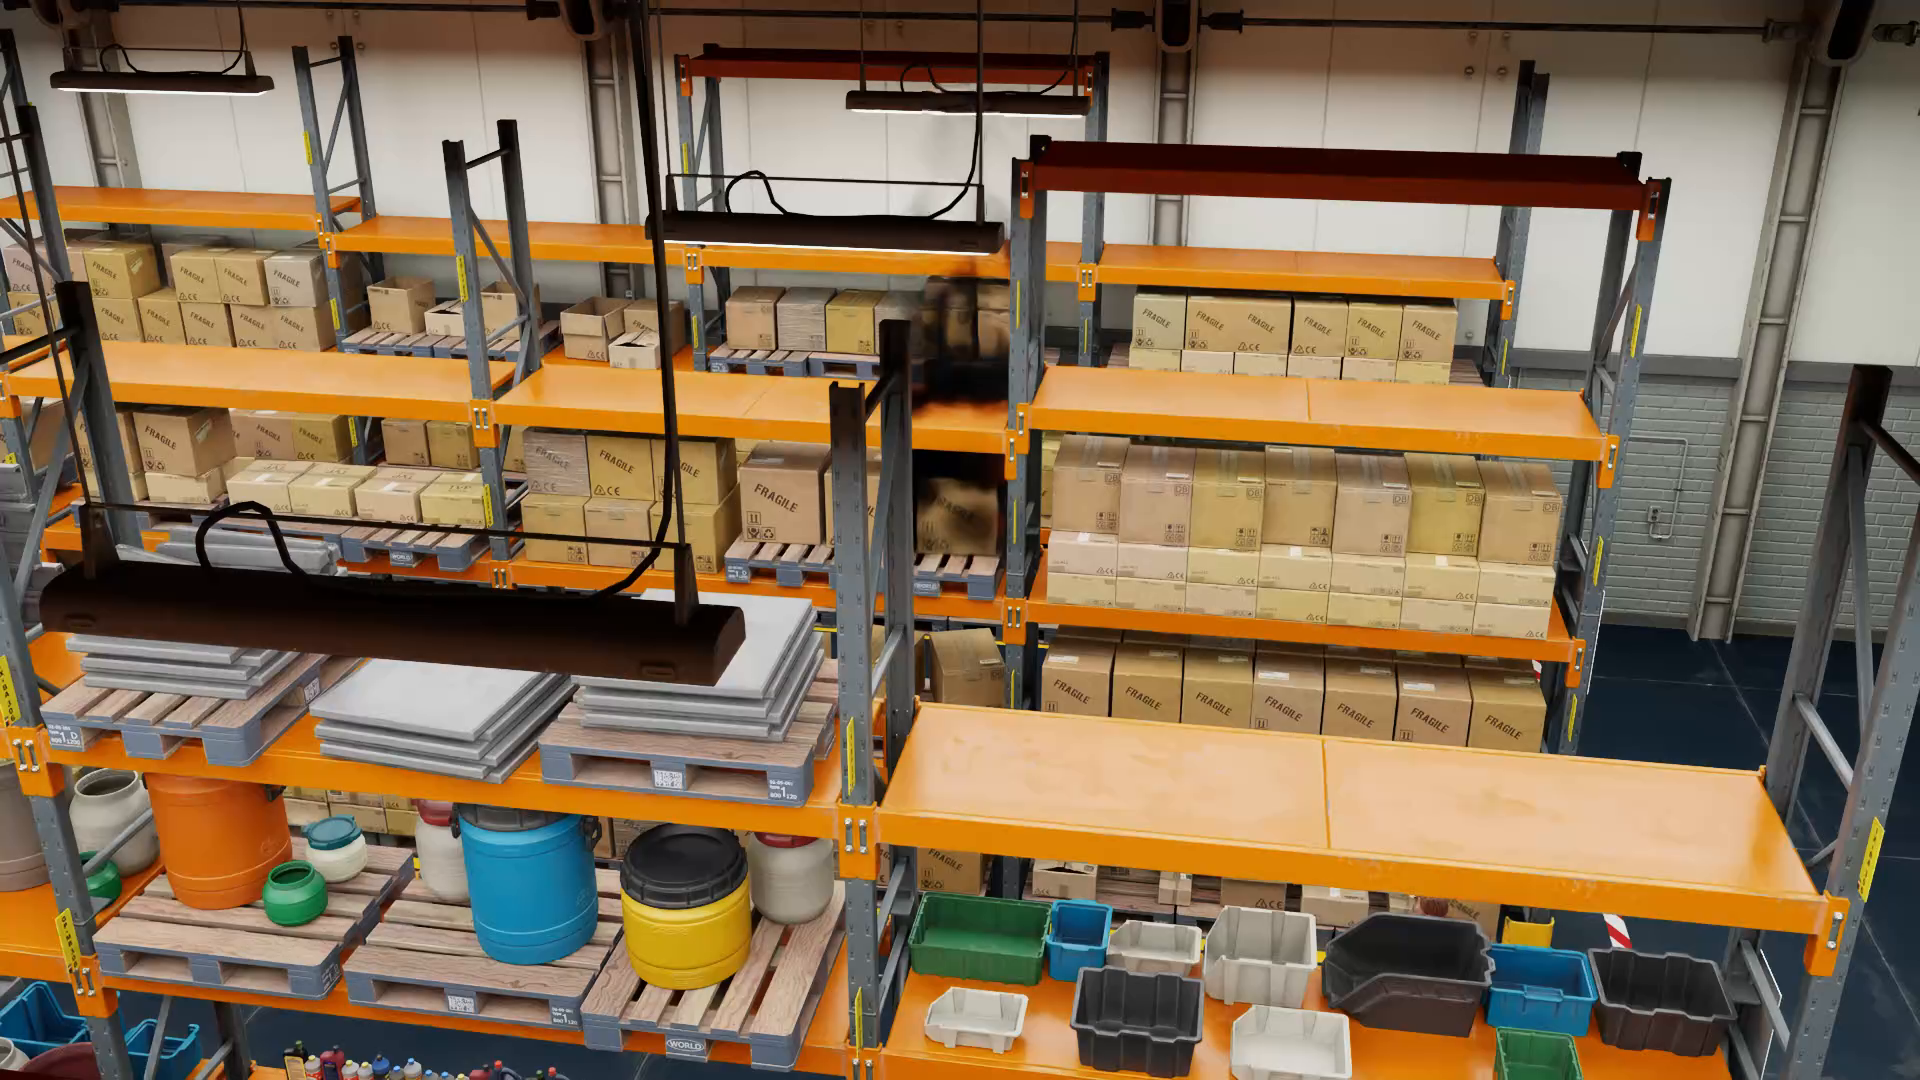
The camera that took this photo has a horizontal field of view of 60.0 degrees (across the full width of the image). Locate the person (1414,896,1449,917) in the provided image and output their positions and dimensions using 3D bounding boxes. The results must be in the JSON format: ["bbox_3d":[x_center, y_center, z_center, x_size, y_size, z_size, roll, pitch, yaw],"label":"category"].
[{"bbox_3d":[3.102,3.041,11.240,0.561,1.530,0.548,-5,24,-12],"label":"person"}]
